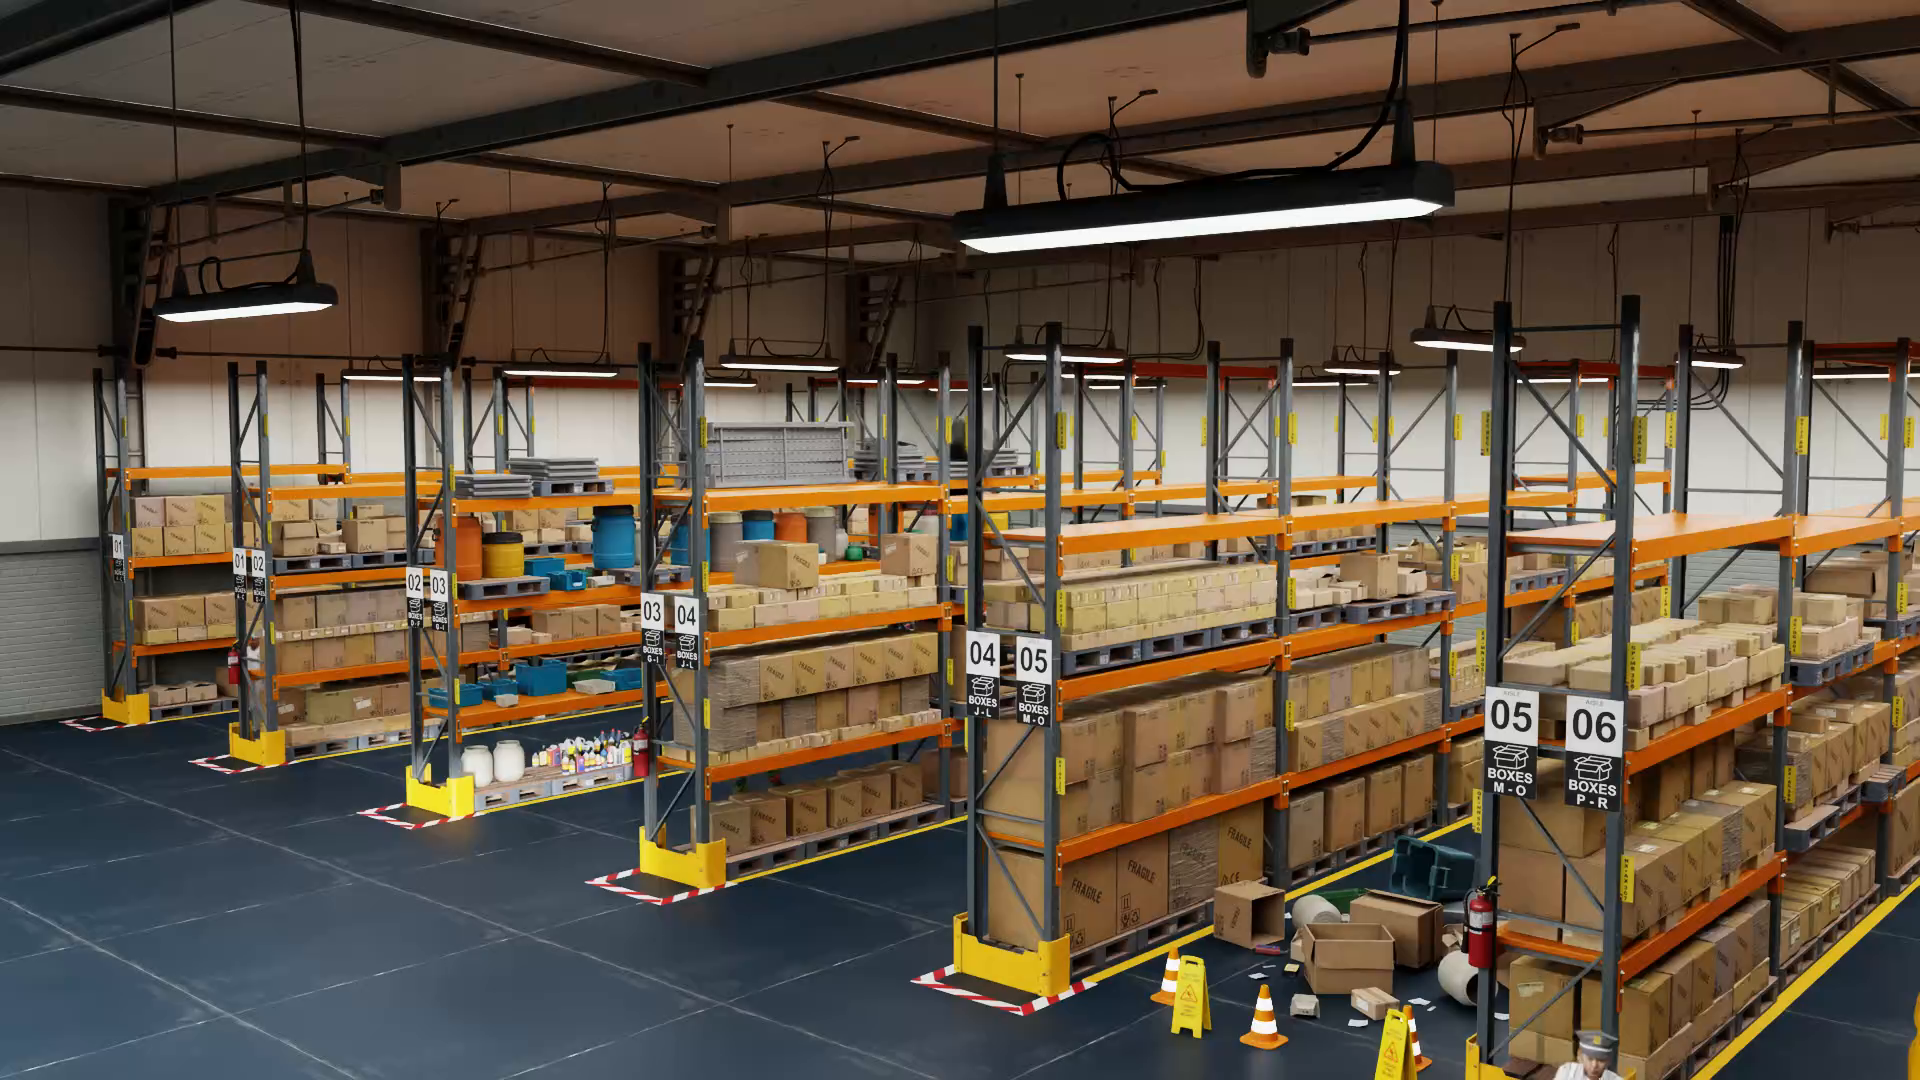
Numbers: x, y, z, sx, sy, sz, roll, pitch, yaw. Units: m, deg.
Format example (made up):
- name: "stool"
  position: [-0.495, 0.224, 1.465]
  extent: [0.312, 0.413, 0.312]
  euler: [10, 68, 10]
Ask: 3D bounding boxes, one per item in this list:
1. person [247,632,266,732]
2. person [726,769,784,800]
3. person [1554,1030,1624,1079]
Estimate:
- name: "person"
  position: [-11.662, 2.319, 27.600]
  extent: [0.586, 1.653, 0.653]
  euler: [0, 4, 1]
- name: "person"
  position: [-2.692, 2.636, 22.128]
  extent: [0.834, 1.751, 0.717]
  euler: [-2, 5, -29]
- name: "person"
  position: [3.804, 3.628, 9.926]
  extent: [0.642, 1.614, 0.735]
  euler: [2, 5, 31]
